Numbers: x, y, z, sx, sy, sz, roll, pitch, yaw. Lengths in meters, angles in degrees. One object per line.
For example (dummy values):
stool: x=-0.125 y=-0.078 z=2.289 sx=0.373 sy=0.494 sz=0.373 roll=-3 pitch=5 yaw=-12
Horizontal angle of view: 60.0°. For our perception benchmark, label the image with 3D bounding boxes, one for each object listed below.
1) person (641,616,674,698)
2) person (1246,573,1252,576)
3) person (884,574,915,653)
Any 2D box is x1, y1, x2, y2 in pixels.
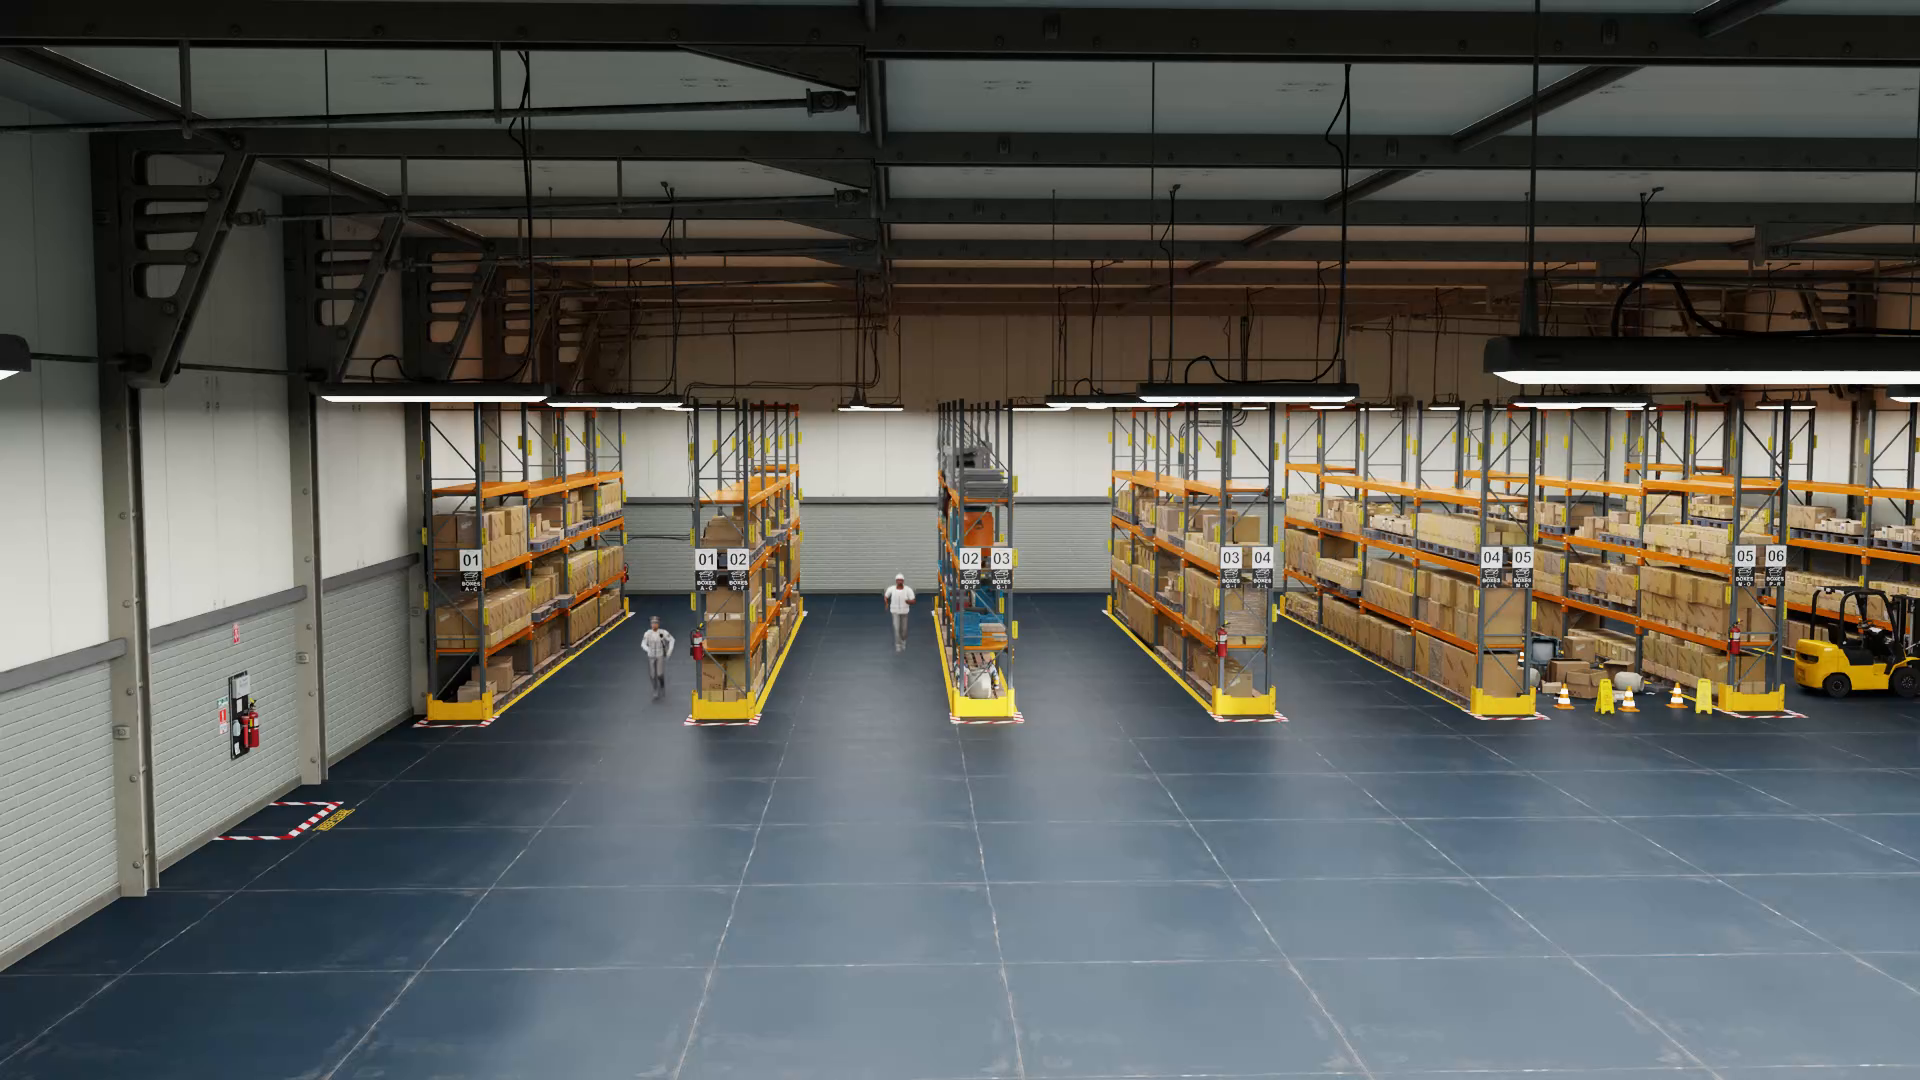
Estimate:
person: x=-6.072 y=2.353 z=33.325 sx=0.635 sy=1.671 sz=0.618 roll=0 pitch=4 yaw=-1
person: x=8.041 y=1.399 z=45.987 sx=0.550 sy=1.677 sz=0.655 roll=0 pitch=4 yaw=-4
person: x=-1.371 y=1.674 z=37.942 sx=0.710 sy=1.792 sz=0.897 roll=0 pitch=4 yaw=-4
